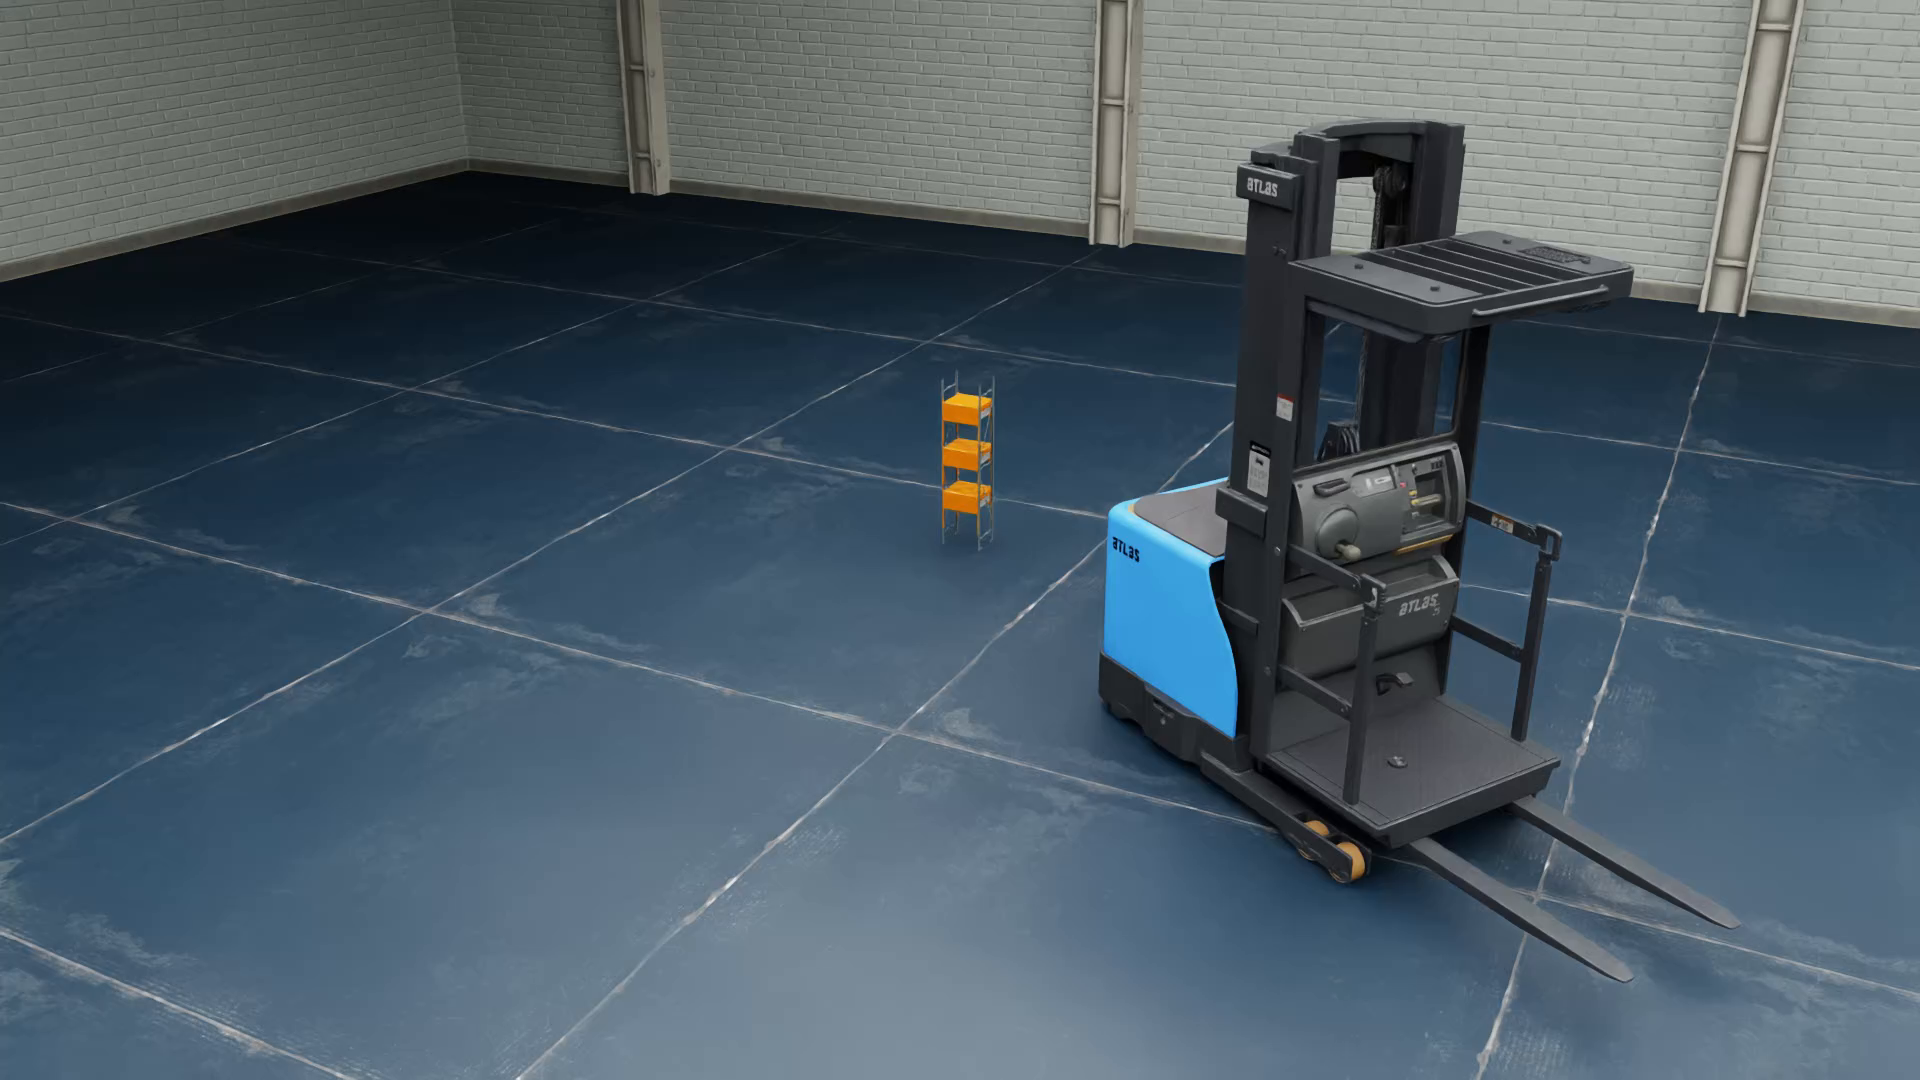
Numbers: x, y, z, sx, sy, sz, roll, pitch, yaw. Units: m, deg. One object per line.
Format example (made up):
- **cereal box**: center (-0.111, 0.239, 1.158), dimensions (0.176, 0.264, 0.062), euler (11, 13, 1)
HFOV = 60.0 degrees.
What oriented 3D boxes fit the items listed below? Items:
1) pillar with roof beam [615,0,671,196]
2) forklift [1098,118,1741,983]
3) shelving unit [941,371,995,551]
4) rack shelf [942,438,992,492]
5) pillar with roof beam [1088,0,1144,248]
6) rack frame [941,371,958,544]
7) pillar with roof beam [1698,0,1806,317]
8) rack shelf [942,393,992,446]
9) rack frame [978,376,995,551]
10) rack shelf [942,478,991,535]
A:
- **pillar with roof beam**: center (-5.691, -6.852, 14.865), dimensions (0.400, 9.000, 9.100), euler (11, 25, 25)
- **forklift**: center (1.882, -0.134, 6.819), dimensions (1.130, 2.935, 3.031), euler (-13, 26, -28)
- **shelving unit**: center (0.048, -0.474, 10.022), dimensions (0.252, 1.050, 0.215), euler (11, 25, 25)
- **rack shelf**: center (0.048, -0.464, 10.026), dimensions (0.240, 0.259, 0.215), euler (11, 25, 25)
- **pillar with roof beam**: center (-0.336, -5.793, 12.373), dimensions (0.400, 9.000, 9.100), euler (11, 25, 25)
- **rack frame**: center (-0.061, -0.495, 10.073), dimensions (0.008, 1.050, 0.200), euler (11, 25, 25)
- **pillar with roof beam**: center (5.018, -4.734, 9.882), dimensions (0.400, 9.000, 9.100), euler (11, 25, 25)
- **rack shelf**: center (0.048, -0.725, 9.915), dimensions (0.240, 0.259, 0.215), euler (11, 25, 25)
- **rack frame**: center (0.157, -0.452, 9.972), dimensions (0.008, 1.050, 0.200), euler (11, 25, 25)
- **rack shelf**: center (0.048, -0.208, 10.135), dimensions (0.240, 0.259, 0.215), euler (11, 25, 25)
